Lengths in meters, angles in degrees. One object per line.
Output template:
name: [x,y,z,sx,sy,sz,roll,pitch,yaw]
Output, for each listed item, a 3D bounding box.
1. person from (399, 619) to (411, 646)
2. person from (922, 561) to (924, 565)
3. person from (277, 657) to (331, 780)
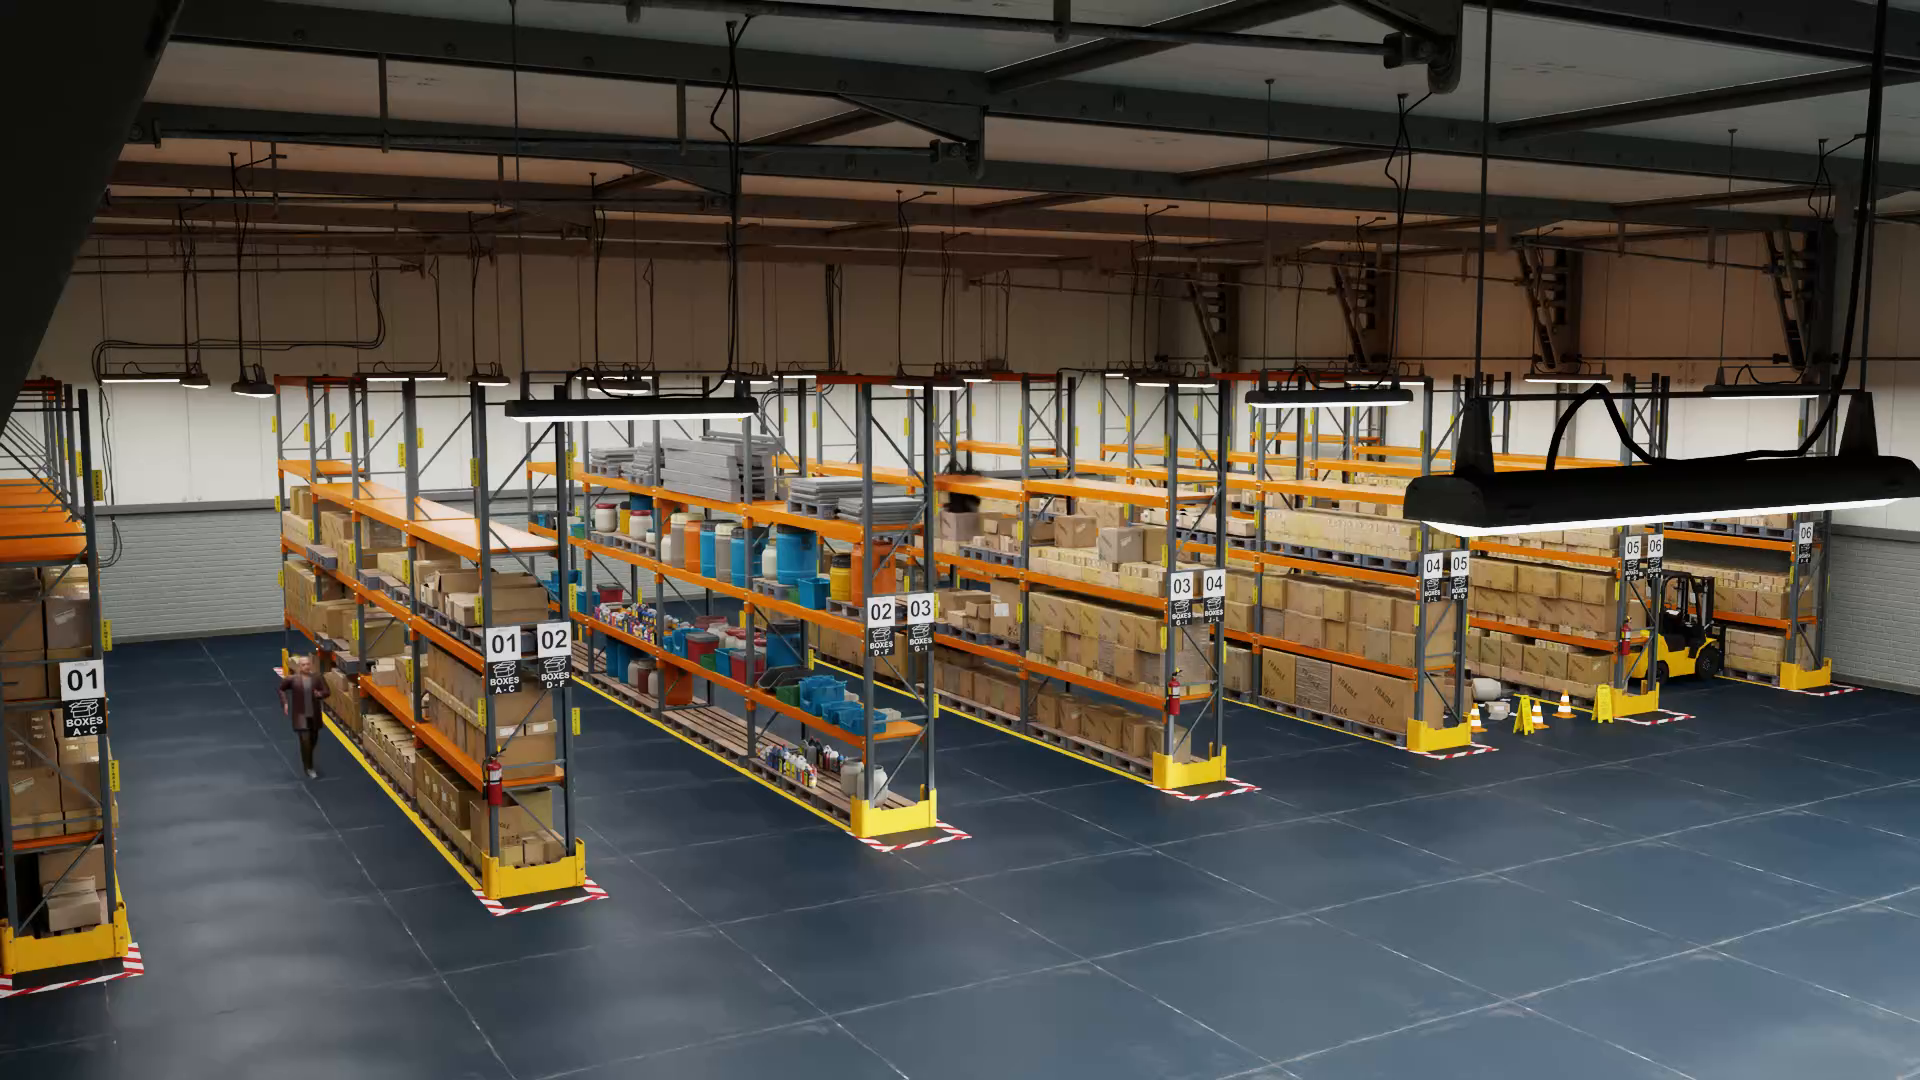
person: [-11.815,1.705,34.736,0.835,1.797,0.759,2,7,21]
person: [-0.810,0.948,42.066,0.793,1.550,0.682,-3,7,-22]
person: [-9.911,2.660,25.227,0.695,1.780,1.046,-5,8,-38]
